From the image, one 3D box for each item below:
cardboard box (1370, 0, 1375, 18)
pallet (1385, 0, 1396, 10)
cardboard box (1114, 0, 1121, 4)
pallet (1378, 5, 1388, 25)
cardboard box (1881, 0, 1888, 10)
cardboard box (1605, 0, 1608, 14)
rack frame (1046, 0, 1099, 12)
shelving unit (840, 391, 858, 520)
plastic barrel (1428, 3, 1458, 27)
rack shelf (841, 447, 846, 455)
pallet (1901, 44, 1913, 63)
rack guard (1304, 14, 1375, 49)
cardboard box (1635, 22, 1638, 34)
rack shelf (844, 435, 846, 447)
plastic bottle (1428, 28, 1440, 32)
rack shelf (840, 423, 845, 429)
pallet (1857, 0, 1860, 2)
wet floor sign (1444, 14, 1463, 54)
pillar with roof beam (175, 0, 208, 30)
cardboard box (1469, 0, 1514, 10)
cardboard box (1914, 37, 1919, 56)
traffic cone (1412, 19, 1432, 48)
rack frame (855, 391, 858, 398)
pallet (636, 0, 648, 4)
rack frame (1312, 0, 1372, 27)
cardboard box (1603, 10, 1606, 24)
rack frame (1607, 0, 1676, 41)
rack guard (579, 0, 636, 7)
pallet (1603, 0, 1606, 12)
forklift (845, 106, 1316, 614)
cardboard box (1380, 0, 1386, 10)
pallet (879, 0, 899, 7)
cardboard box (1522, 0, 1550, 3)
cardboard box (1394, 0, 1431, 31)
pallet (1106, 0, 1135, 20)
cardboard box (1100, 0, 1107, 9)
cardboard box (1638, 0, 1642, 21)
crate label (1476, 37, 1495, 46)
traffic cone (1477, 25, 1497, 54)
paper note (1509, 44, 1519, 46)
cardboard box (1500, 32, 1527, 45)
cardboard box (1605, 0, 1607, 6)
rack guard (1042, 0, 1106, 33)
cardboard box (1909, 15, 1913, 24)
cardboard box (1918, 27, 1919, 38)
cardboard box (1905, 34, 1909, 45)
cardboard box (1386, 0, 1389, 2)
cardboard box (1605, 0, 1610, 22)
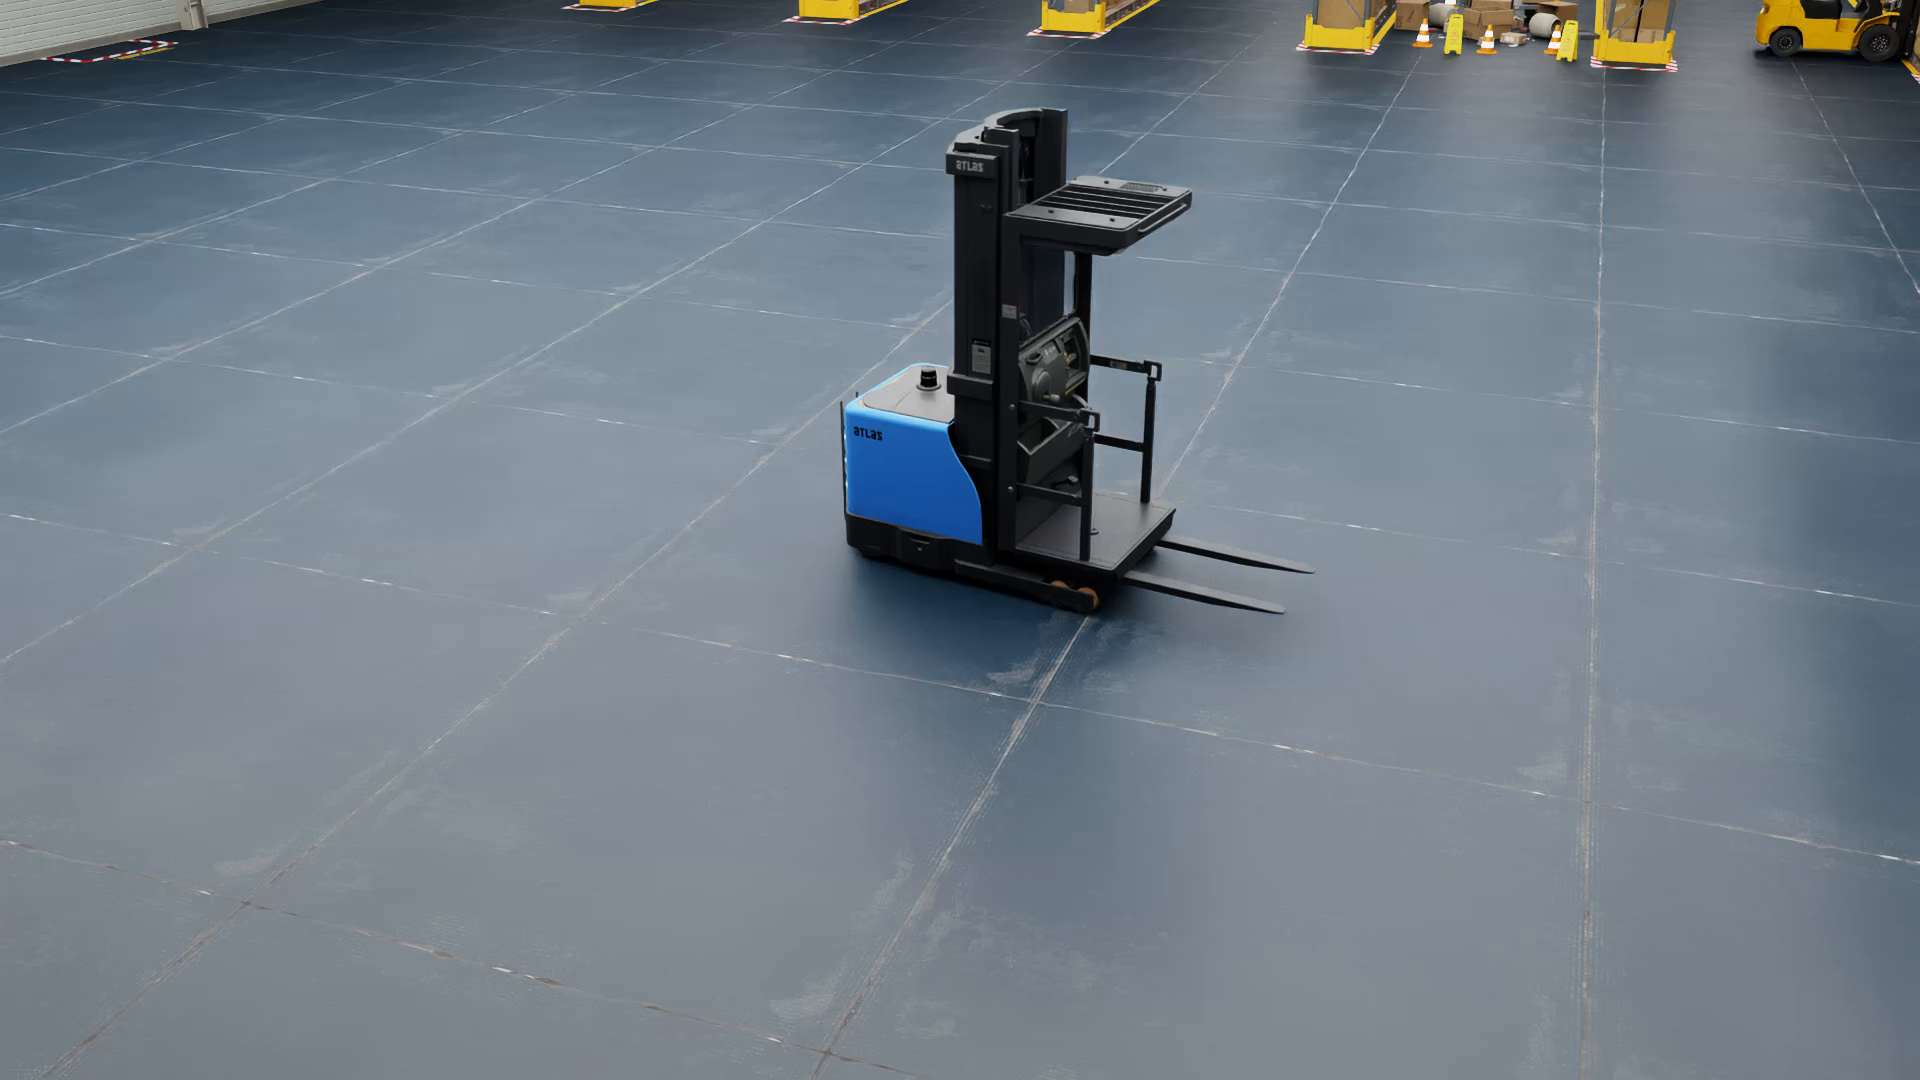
[{"bbox_3d":[7.201,-10.054,30.752,0.875,0.875,0.875,8,27,17],"label":"cardboard box"},{"bbox_3d":[8.264,-10.888,33.718,1.003,0.211,1.213,9,27,17],"label":"pallet"},{"bbox_3d":[2.948,-10.978,33.091,0.500,0.500,0.500,6,27,13],"label":"cardboard box"},{"bbox_3d":[7.752,-10.258,32.419,1.003,0.211,1.213,9,27,17],"label":"pallet"},{"bbox_3d":[18.139,-10.383,31.720,0.875,0.625,0.625,8,27,15],"label":"cardboard box"},{"bbox_3d":[11.988,-9.790,30.063,0.500,0.500,0.500,10,28,20],"label":"cardboard box"},{"bbox_3d":[2.104,-10.932,30.610,1.000,3.000,0.127,9,27,17],"label":"rack frame"},{"bbox_3d":[-0.666,-0.564,11.604,0.258,0.900,0.210,13,29,25],"label":"shelving unit"},{"bbox_3d":[9.147,-9.967,31.572,0.421,0.421,0.512,-14,29,-27],"label":"plastic barrel"},{"bbox_3d":[-0.666,-0.615,11.580,0.258,0.077,0.200,13,29,25],"label":"rack shelf"},{"bbox_3d":[16.753,-8.341,28.459,1.003,0.211,1.213,9,27,17],"label":"pallet"},{"bbox_3d":[6.739,-9.036,29.563,1.175,0.500,0.348,9,27,17],"label":"rack guard"},{"bbox_3d":[12.325,-9.172,29.649,0.500,0.250,0.500,11,28,21],"label":"cardboard box"},{"bbox_3d":[-0.666,-0.696,11.541,0.258,0.077,0.200,13,29,25],"label":"rack shelf"},{"bbox_3d":[8.821,-9.546,31.119,0.283,0.061,0.133,0,26,-1],"label":"plastic bottle"},{"bbox_3d":[-0.666,-0.777,11.501,0.258,0.077,0.200,13,29,25],"label":"rack shelf"},{"bbox_3d":[19.077,-11.110,34.178,1.003,0.211,1.213,9,27,17],"label":"pallet"},{"bbox_3d":[8.605,-8.812,28.934,0.267,0.644,0.232,4,26,8],"label":"wet floor sign"},{"bbox_3d":[-10.429,-13.110,28.224,9.100,9.000,0.400,9,27,17],"label":"pillar with roof beam"},{"bbox_3d":[9.949,-9.907,31.201,0.797,0.637,0.503,9,27,17],"label":"cardboard box"},{"bbox_3d":[16.164,-8.170,27.578,0.500,0.250,0.500,9,27,17],"label":"cardboard box"},{"bbox_3d":[8.263,-9.041,29.616,0.336,0.463,0.334,9,27,17],"label":"traffic cone"},{"bbox_3d":[-0.618,-0.603,11.685,0.240,0.900,0.006,13,29,25],"label":"rack frame"},{"bbox_3d":[-7.022,-11.435,34.849,1.003,0.211,1.213,9,27,17],"label":"pallet"},{"bbox_3d":[6.747,-10.171,29.038,1.000,3.000,0.127,9,27,17],"label":"rack frame"},{"bbox_3d":[12.162,-9.666,30.668,0.500,0.250,0.500,10,28,20],"label":"cardboard box"},{"bbox_3d":[11.449,-9.495,27.641,1.000,3.000,0.127,9,27,17],"label":"rack frame"},{"bbox_3d":[-7.245,-11.235,34.104,1.175,0.500,0.348,9,27,17],"label":"rack guard"},{"bbox_3d":[13.442,-10.707,33.344,1.003,0.211,1.213,9,27,17],"label":"pallet"},{"bbox_3d":[0.777,-1.116,10.414,3.031,2.935,1.130,13,29,25],"label":"forklift"},{"bbox_3d":[7.803,-10.799,32.292,0.875,0.875,0.875,9,27,18],"label":"cardboard box"},{"bbox_3d":[-1.903,-11.266,34.499,1.003,0.211,1.213,9,27,17],"label":"pallet"},{"bbox_3d":[11.091,-10.600,31.924,0.500,0.500,0.500,9,27,17],"label":"cardboard box"},{"bbox_3d":[8.529,-9.904,31.352,0.500,0.500,0.500,14,29,26],"label":"cardboard box"},{"bbox_3d":[2.840,-10.536,32.993,1.003,0.211,1.213,9,27,17],"label":"pallet"},{"bbox_3d":[2.494,-10.500,32.105,0.500,0.500,0.500,17,30,31],"label":"cardboard box"},{"bbox_3d":[12.155,-9.300,29.053,0.500,0.500,0.500,8,27,16],"label":"cardboard box"},{"bbox_3d":[9.419,-8.923,29.746,0.250,0.136,0.298,-5,26,-9],"label":"crate label"},{"bbox_3d":[9.216,-8.738,28.989,0.336,0.463,0.334,9,27,17],"label":"traffic cone"},{"bbox_3d":[9.886,-8.835,29.687,0.148,0.019,0.142,0,26,-1],"label":"paper note"},{"bbox_3d":[9.980,-9.043,29.980,0.250,0.149,0.380,-20,33,-36],"label":"cardboard box"},{"bbox_3d":[12.329,-10.224,30.961,0.500,0.500,0.500,10,28,20],"label":"cardboard box"},{"bbox_3d":[2.129,-9.838,31.219,1.175,0.500,0.348,9,27,17],"label":"rack guard"},{"bbox_3d":[16.497,-8.823,28.354,0.500,0.250,0.500,9,27,17],"label":"cardboard box"},{"bbox_3d":[16.175,-8.403,27.486,0.500,0.250,0.500,8,27,17],"label":"cardboard box"},{"bbox_3d":[16.490,-8.591,28.448,0.500,0.250,0.500,10,27,19],"label":"cardboard box"},{"bbox_3d":[8.200,-11.259,33.386,1.050,0.750,0.750,9,27,17],"label":"cardboard box"},{"bbox_3d":[11.640,-9.366,29.188,0.500,0.500,0.500,10,28,19],"label":"cardboard box"}]
